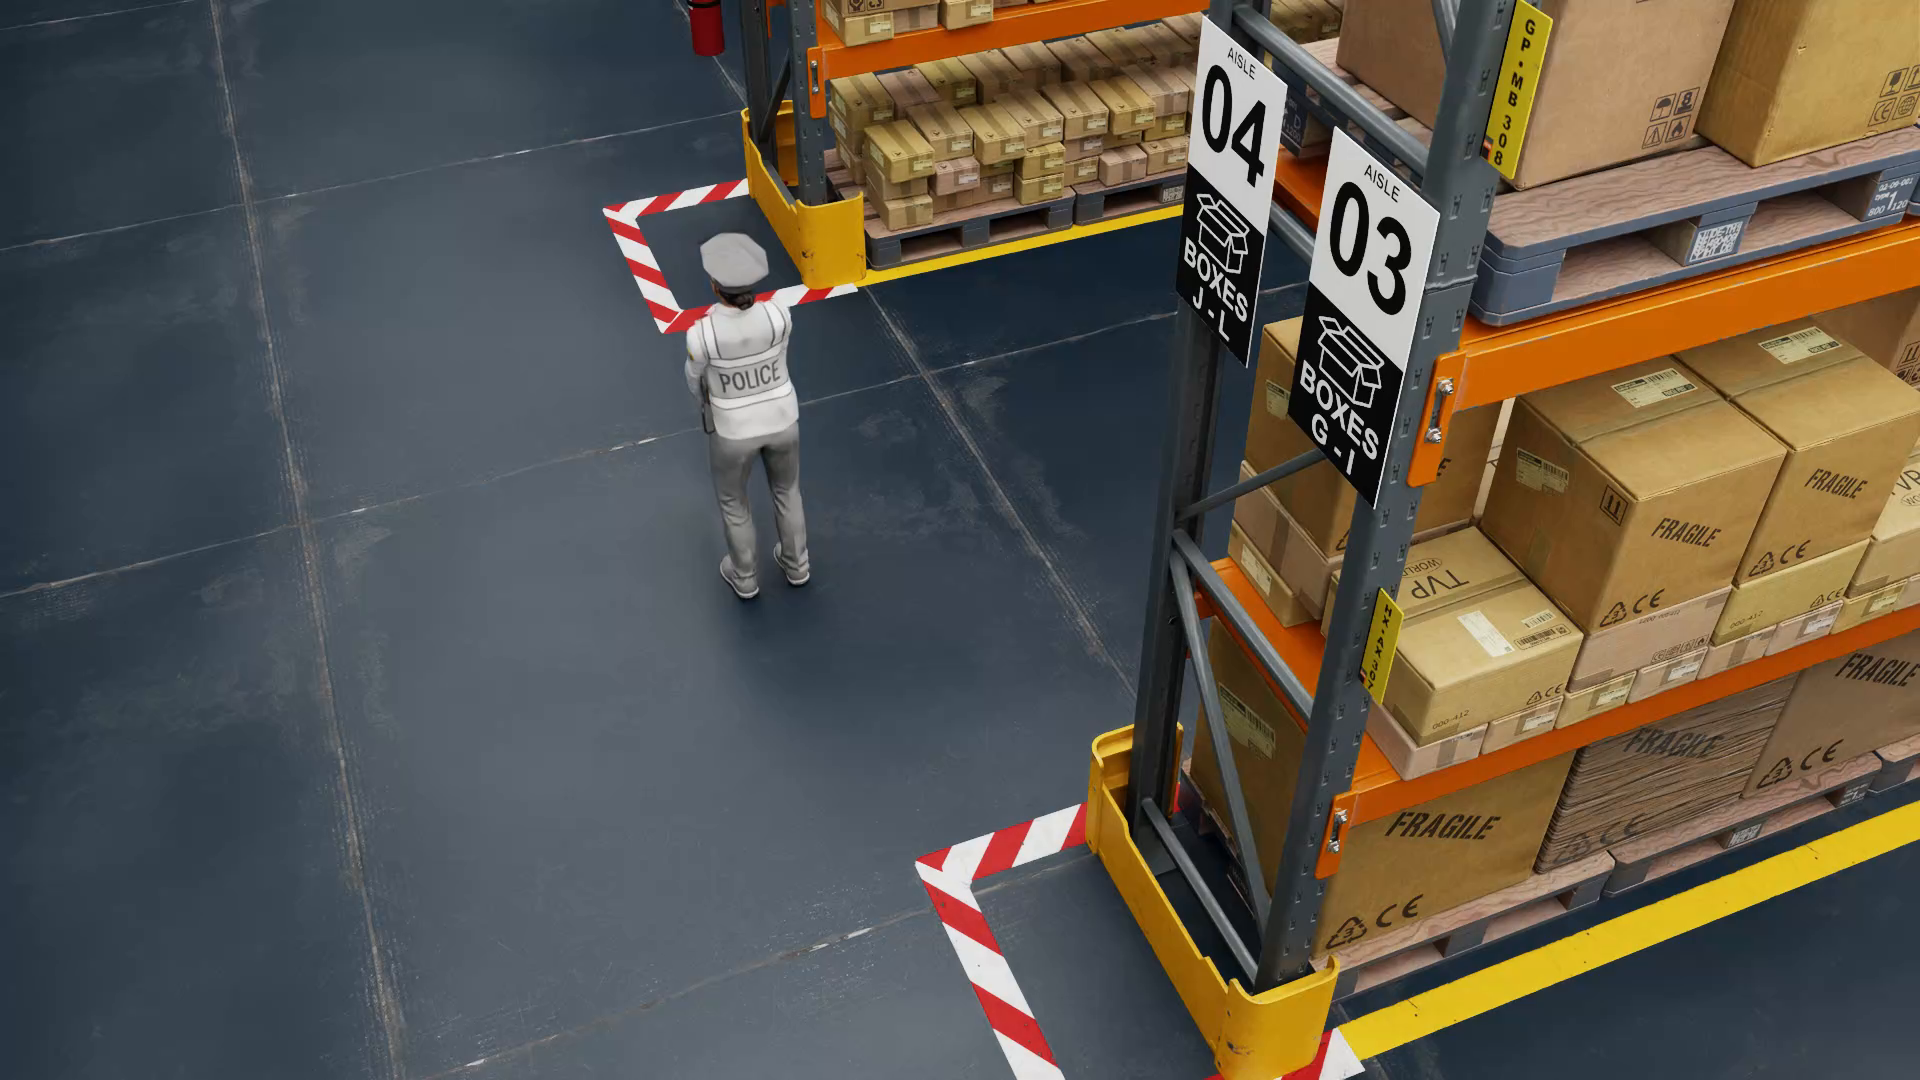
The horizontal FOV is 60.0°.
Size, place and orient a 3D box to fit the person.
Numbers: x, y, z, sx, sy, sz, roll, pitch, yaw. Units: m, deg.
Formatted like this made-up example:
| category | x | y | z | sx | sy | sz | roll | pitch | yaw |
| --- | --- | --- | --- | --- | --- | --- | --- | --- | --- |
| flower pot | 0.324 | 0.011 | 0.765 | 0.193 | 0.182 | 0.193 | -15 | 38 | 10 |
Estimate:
| category | x | y | z | sx | sy | sz | roll | pitch | yaw |
| --- | --- | --- | --- | --- | --- | --- | --- | --- | --- |
| person | -0.876 | -0.513 | 6.718 | 0.417 | 1.687 | 0.523 | -16 | 44 | -17 |
